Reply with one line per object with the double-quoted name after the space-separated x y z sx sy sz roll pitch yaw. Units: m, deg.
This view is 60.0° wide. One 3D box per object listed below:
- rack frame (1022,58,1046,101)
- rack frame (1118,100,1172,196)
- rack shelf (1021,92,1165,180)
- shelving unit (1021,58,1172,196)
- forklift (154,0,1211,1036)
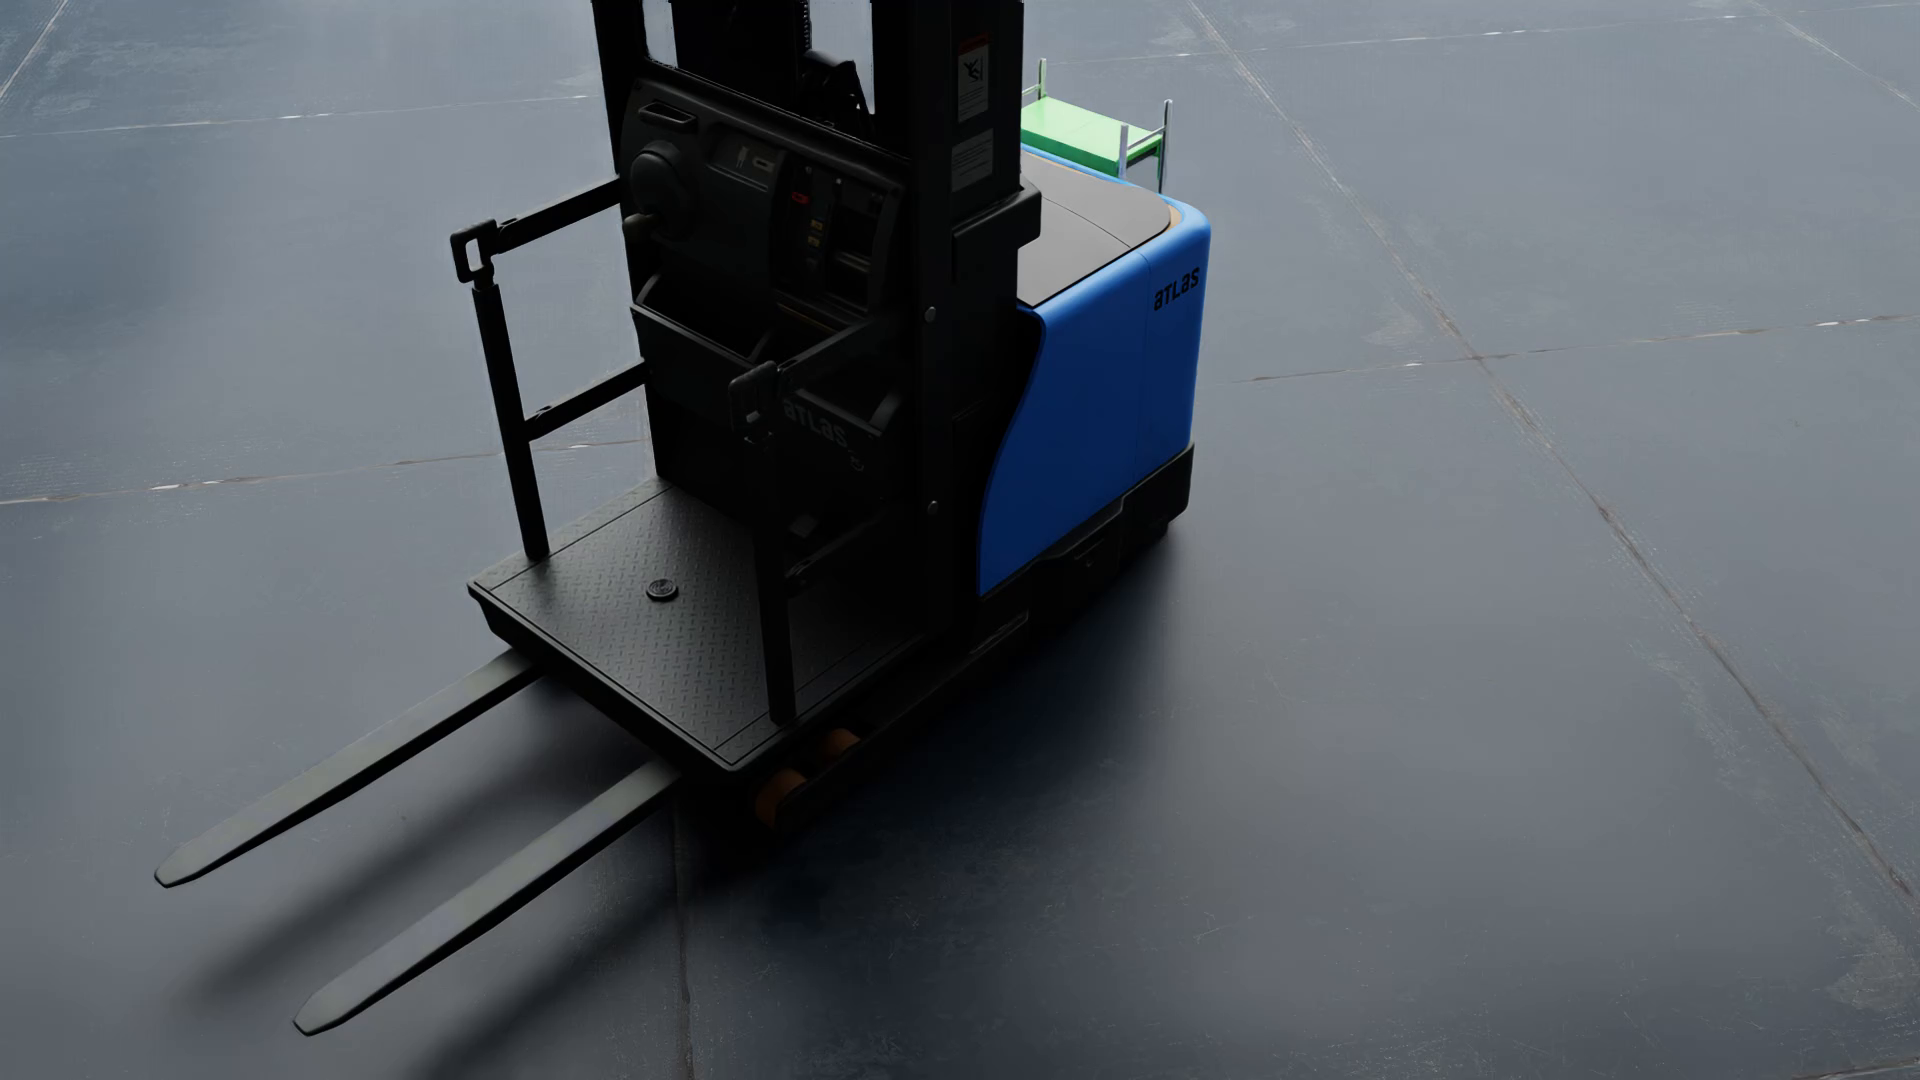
0.187 -0.989 5.546 0.015 1.200 0.240 28 46 31 "rack frame"
0.554 -0.792 5.292 0.015 1.200 0.240 28 46 31 "rack frame"
0.370 -1.219 5.163 0.480 0.148 0.258 28 46 31 "rack shelf"
0.370 -0.891 5.419 0.503 1.200 0.258 28 46 31 "shelving unit"
-0.628 -0.757 3.835 1.130 2.935 3.031 29 46 32 "forklift"
